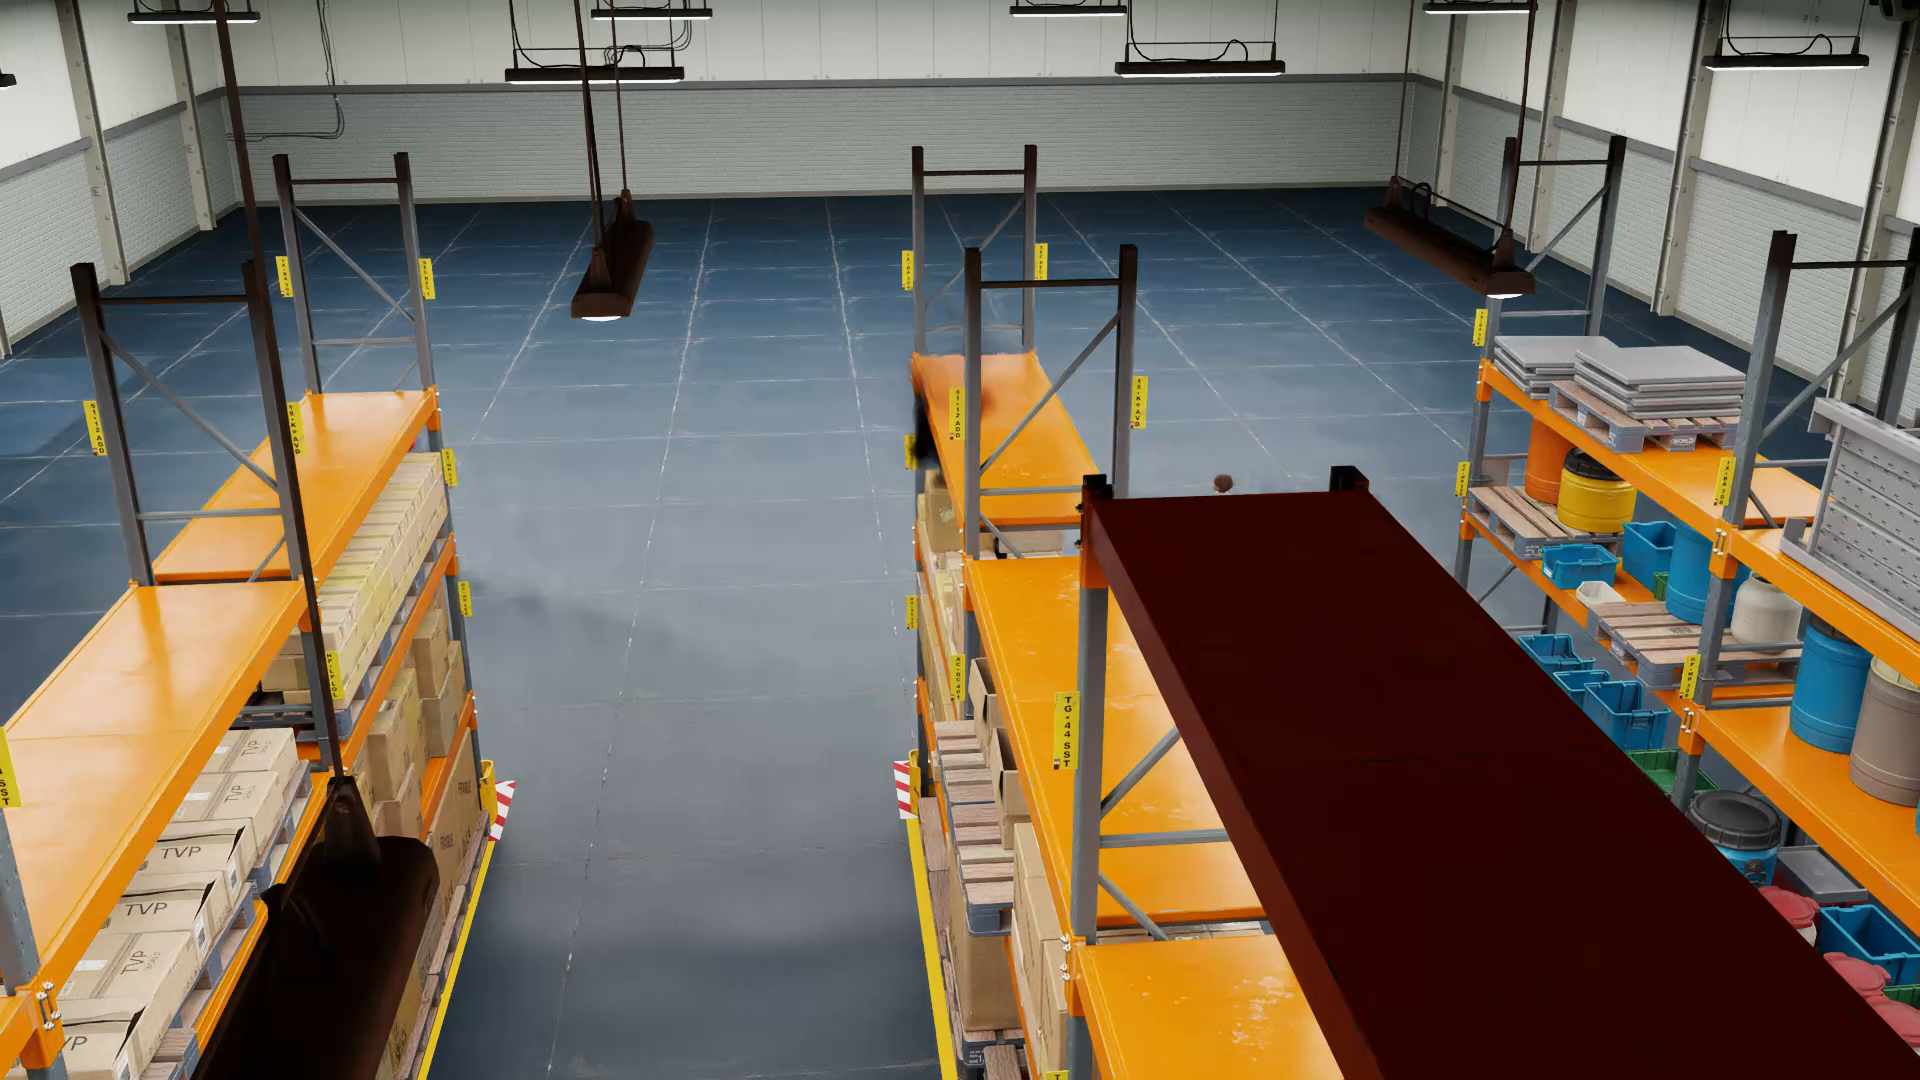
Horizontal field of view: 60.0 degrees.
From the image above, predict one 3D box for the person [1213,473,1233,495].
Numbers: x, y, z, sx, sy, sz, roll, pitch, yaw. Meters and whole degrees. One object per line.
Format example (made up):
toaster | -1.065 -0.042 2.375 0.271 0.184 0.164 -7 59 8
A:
person | 3.075 0.015 19.579 0.839 1.495 0.538 4 22 10
